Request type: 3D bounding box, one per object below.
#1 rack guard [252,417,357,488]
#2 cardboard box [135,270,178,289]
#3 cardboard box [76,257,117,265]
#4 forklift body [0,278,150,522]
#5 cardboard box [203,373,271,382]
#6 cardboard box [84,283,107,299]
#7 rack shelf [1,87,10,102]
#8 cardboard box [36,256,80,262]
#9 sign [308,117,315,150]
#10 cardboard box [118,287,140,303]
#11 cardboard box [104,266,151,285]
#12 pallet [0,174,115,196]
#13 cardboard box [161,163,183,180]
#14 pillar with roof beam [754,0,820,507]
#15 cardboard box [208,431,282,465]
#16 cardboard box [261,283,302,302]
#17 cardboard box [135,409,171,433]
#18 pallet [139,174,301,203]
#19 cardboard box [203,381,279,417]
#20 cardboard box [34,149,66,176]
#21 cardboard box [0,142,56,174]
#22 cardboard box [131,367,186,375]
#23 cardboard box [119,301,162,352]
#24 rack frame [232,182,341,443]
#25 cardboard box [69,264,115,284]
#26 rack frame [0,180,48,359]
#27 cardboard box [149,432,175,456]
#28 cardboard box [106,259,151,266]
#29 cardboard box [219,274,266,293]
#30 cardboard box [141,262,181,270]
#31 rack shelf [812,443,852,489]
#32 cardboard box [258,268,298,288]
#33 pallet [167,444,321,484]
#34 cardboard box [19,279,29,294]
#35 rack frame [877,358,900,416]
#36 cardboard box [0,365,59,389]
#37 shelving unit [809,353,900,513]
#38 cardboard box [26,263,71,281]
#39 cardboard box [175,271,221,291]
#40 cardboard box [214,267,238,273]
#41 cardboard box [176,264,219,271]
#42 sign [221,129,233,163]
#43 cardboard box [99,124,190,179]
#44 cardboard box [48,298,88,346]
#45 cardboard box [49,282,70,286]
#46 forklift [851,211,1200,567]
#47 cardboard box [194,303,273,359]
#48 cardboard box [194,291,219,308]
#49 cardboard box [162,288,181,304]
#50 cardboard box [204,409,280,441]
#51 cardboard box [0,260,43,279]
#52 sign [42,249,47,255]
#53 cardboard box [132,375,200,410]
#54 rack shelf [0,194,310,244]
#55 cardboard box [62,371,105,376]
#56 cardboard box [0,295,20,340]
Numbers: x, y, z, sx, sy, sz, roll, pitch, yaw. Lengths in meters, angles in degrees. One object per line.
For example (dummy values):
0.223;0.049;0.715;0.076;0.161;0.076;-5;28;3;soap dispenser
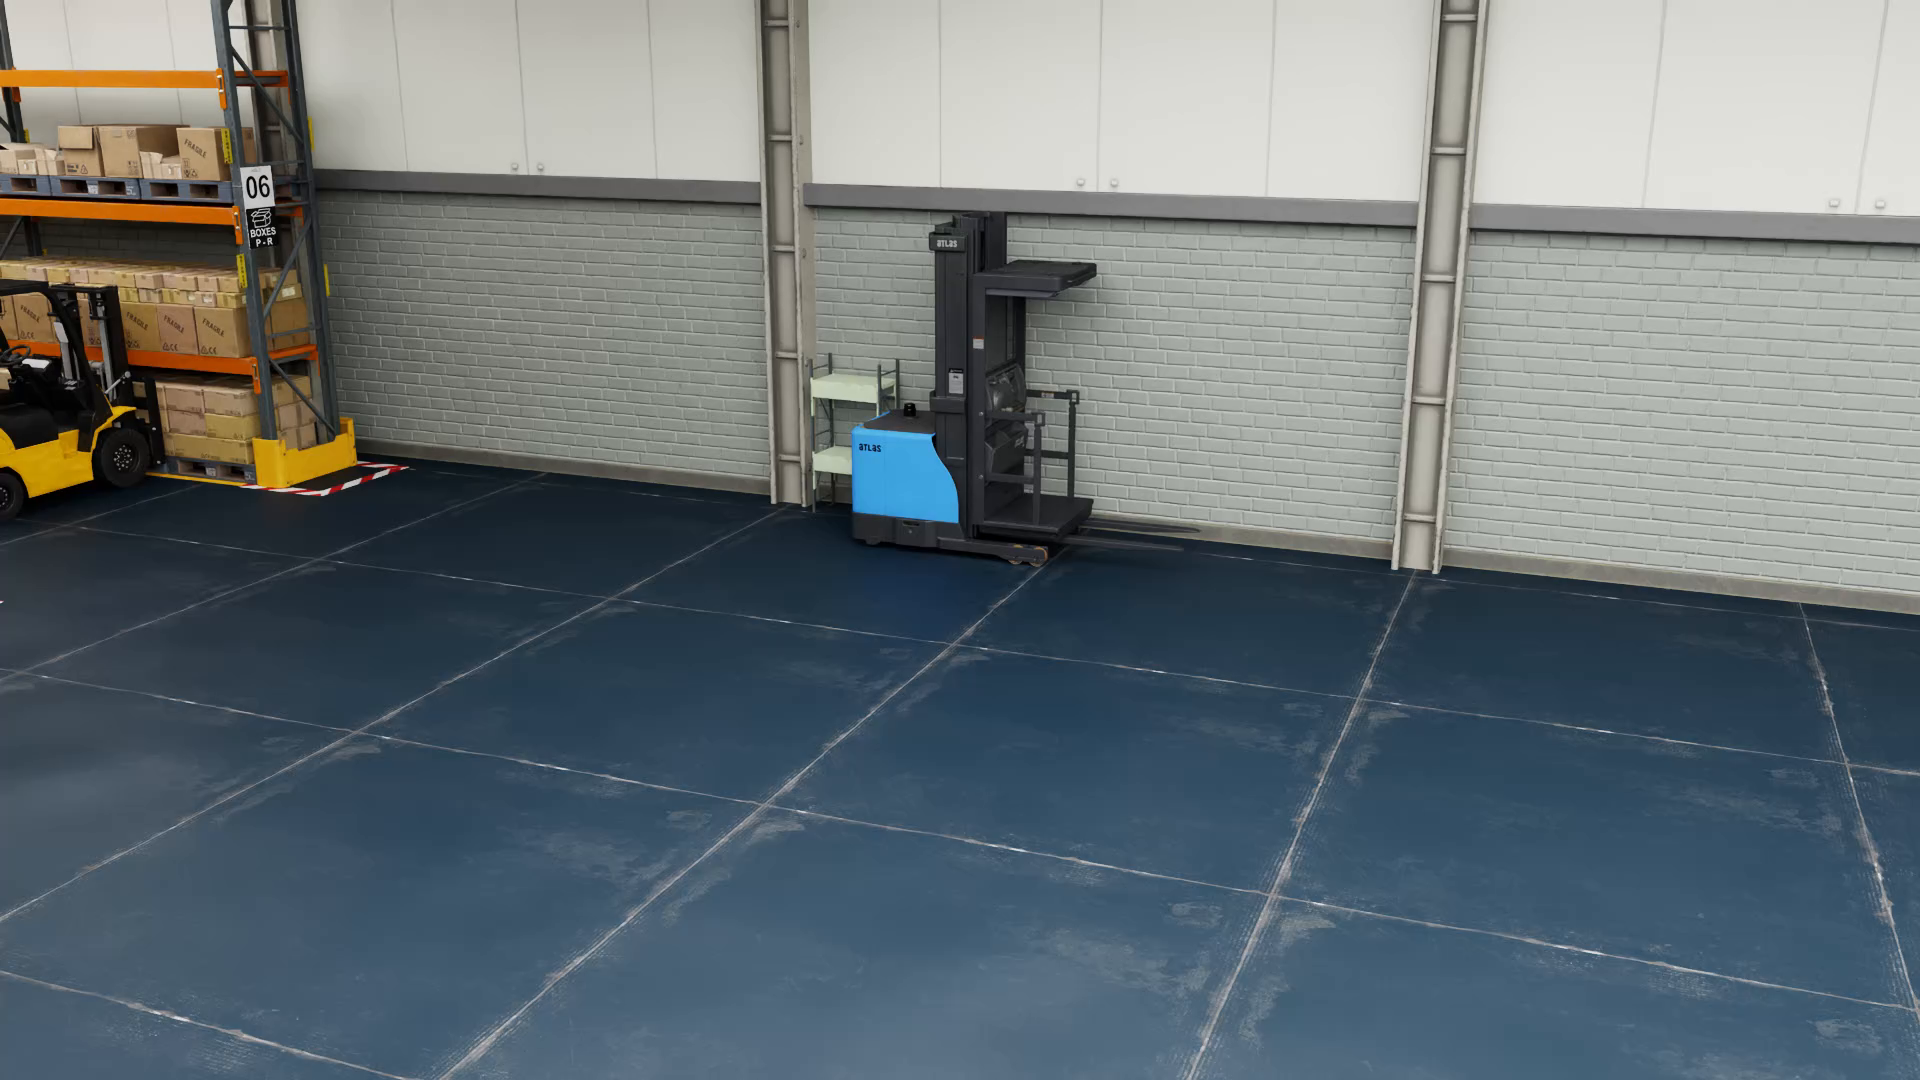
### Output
-6.873;-0.930;17.482;0.348;0.500;1.175;6;17;21;rack guard
-8.287;-2.697;17.208;0.250;0.149;0.380;7;18;22;cardboard box
-9.483;-3.021;18.324;0.250;0.149;0.380;6;17;20;cardboard box
-9.329;-1.447;16.299;1.214;2.155;2.313;6;17;21;forklift body
-7.739;-1.643;17.839;0.500;0.250;0.500;6;17;21;cardboard box
-8.985;-2.638;17.537;0.250;0.149;0.380;6;17;19;cardboard box
-12.477;-5.091;18.576;4.000;0.370;1.077;6;17;21;rack shelf
-9.990;-3.054;18.438;0.250;0.149;0.380;6;17;19;cardboard box
-6.686;-4.175;17.085;0.005;0.325;0.100;6;17;21;sign
-8.523;-2.581;17.340;0.250;0.149;0.380;6;17;21;cardboard box
-8.735;-2.773;17.469;0.250;0.149;0.380;7;17;21;cardboard box
-9.813;-3.860;17.868;1.213;0.211;1.003;6;17;21;pallet
-7.777;-3.709;16.707;0.250;0.149;0.380;6;17;19;cardboard box
-3.210;-3.589;11.396;0.400;9.000;9.100;6;17;21;pillar with roof beam
-7.448;-0.981;17.350;0.500;0.250;0.500;6;17;21;cardboard box
-7.116;-2.595;17.389;0.250;0.149;0.380;6;17;19;cardboard box
-8.413;-1.325;17.639;0.500;0.250;0.500;6;17;19;cardboard box
-7.543;-3.610;17.008;1.213;0.211;1.003;6;17;21;pallet
-7.438;-1.461;17.211;0.500;0.250;0.500;7;18;22;cardboard box
-9.347;-3.938;17.285;0.258;0.266;0.396;6;17;19;cardboard box
-9.932;-4.042;17.562;0.500;0.311;0.500;7;17;22;cardboard box
-8.674;-1.751;18.211;0.500;0.250;0.500;6;17;20;cardboard box
-8.405;-2.271;17.438;0.500;0.500;0.500;6;17;20;cardboard box
-6.895;-2.133;17.142;0.127;3.000;1.000;6;17;21;rack frame
-9.201;-2.824;17.645;0.250;0.149;0.380;6;17;20;cardboard box
-10.616;-2.543;18.551;0.127;3.000;1.000;6;17;21;rack frame
-8.369;-1.088;17.718;0.500;0.250;0.500;6;17;21;cardboard box
-9.029;-2.951;18.083;0.250;0.149;0.380;6;17;20;cardboard box
-7.306;-2.618;16.934;0.250;0.149;0.380;6;17;21;cardboard box
-8.558;-2.891;17.876;0.250;0.149;0.380;6;17;21;cardboard box
-0.998;-0.675;15.979;0.720;0.370;0.431;8;18;25;rack shelf
-7.129;-2.725;17.305;0.250;0.149;0.380;6;17;20;cardboard box
-7.622;-0.862;17.763;1.213;0.211;1.003;6;17;21;pallet
-9.922;-2.756;17.943;0.250;0.149;0.380;6;17;21;cardboard box
-0.668;-0.944;15.736;0.023;1.500;0.400;8;18;25;rack frame
-10.281;-1.773;18.286;0.500;0.250;0.500;6;17;20;cardboard box
-0.998;-0.988;15.888;0.755;1.500;0.431;8;18;25;shelving unit
-9.710;-2.855;17.752;0.250;0.149;0.380;7;17;22;cardboard box
-7.800;-2.655;17.061;0.250;0.149;0.380;7;17;22;cardboard box
-7.611;-2.784;17.508;0.250;0.149;0.380;7;17;22;cardboard box
-8.090;-2.834;17.679;0.250;0.149;0.380;7;18;22;cardboard box
-7.107;-3.822;16.131;0.005;0.325;0.100;6;17;21;sign
-8.313;-3.984;17.026;0.500;0.500;0.700;6;17;21;cardboard box
-9.337;-2.377;17.802;0.500;0.500;0.500;6;17;20;cardboard box
-9.476;-2.684;17.696;0.250;0.149;0.380;6;17;20;cardboard box
0.588;-1.345;14.549;3.031;2.935;1.130;6;17;20;forklift
-7.449;-2.164;17.067;0.500;0.500;0.500;6;17;19;cardboard box
-7.569;-2.474;16.973;0.250;0.149;0.380;7;17;22;cardboard box
-8.015;-2.545;17.217;0.250;0.149;0.380;6;17;20;cardboard box
-7.463;-1.223;17.289;0.500;0.250;0.500;6;17;20;cardboard box
-10.146;-2.937;18.032;0.250;0.149;0.380;7;17;21;cardboard box
-10.414;-3.140;18.916;0.005;0.325;0.100;6;17;21;sign
-8.388;-1.561;17.555;0.500;0.250;0.500;7;17;21;cardboard box
-8.756;-3.433;17.529;4.000;0.370;1.077;6;17;21;rack shelf
-9.342;-1.670;17.932;0.500;0.250;0.500;7;18;23;cardboard box
-10.299;-2.477;18.148;0.500;0.500;0.500;6;17;19;cardboard box
